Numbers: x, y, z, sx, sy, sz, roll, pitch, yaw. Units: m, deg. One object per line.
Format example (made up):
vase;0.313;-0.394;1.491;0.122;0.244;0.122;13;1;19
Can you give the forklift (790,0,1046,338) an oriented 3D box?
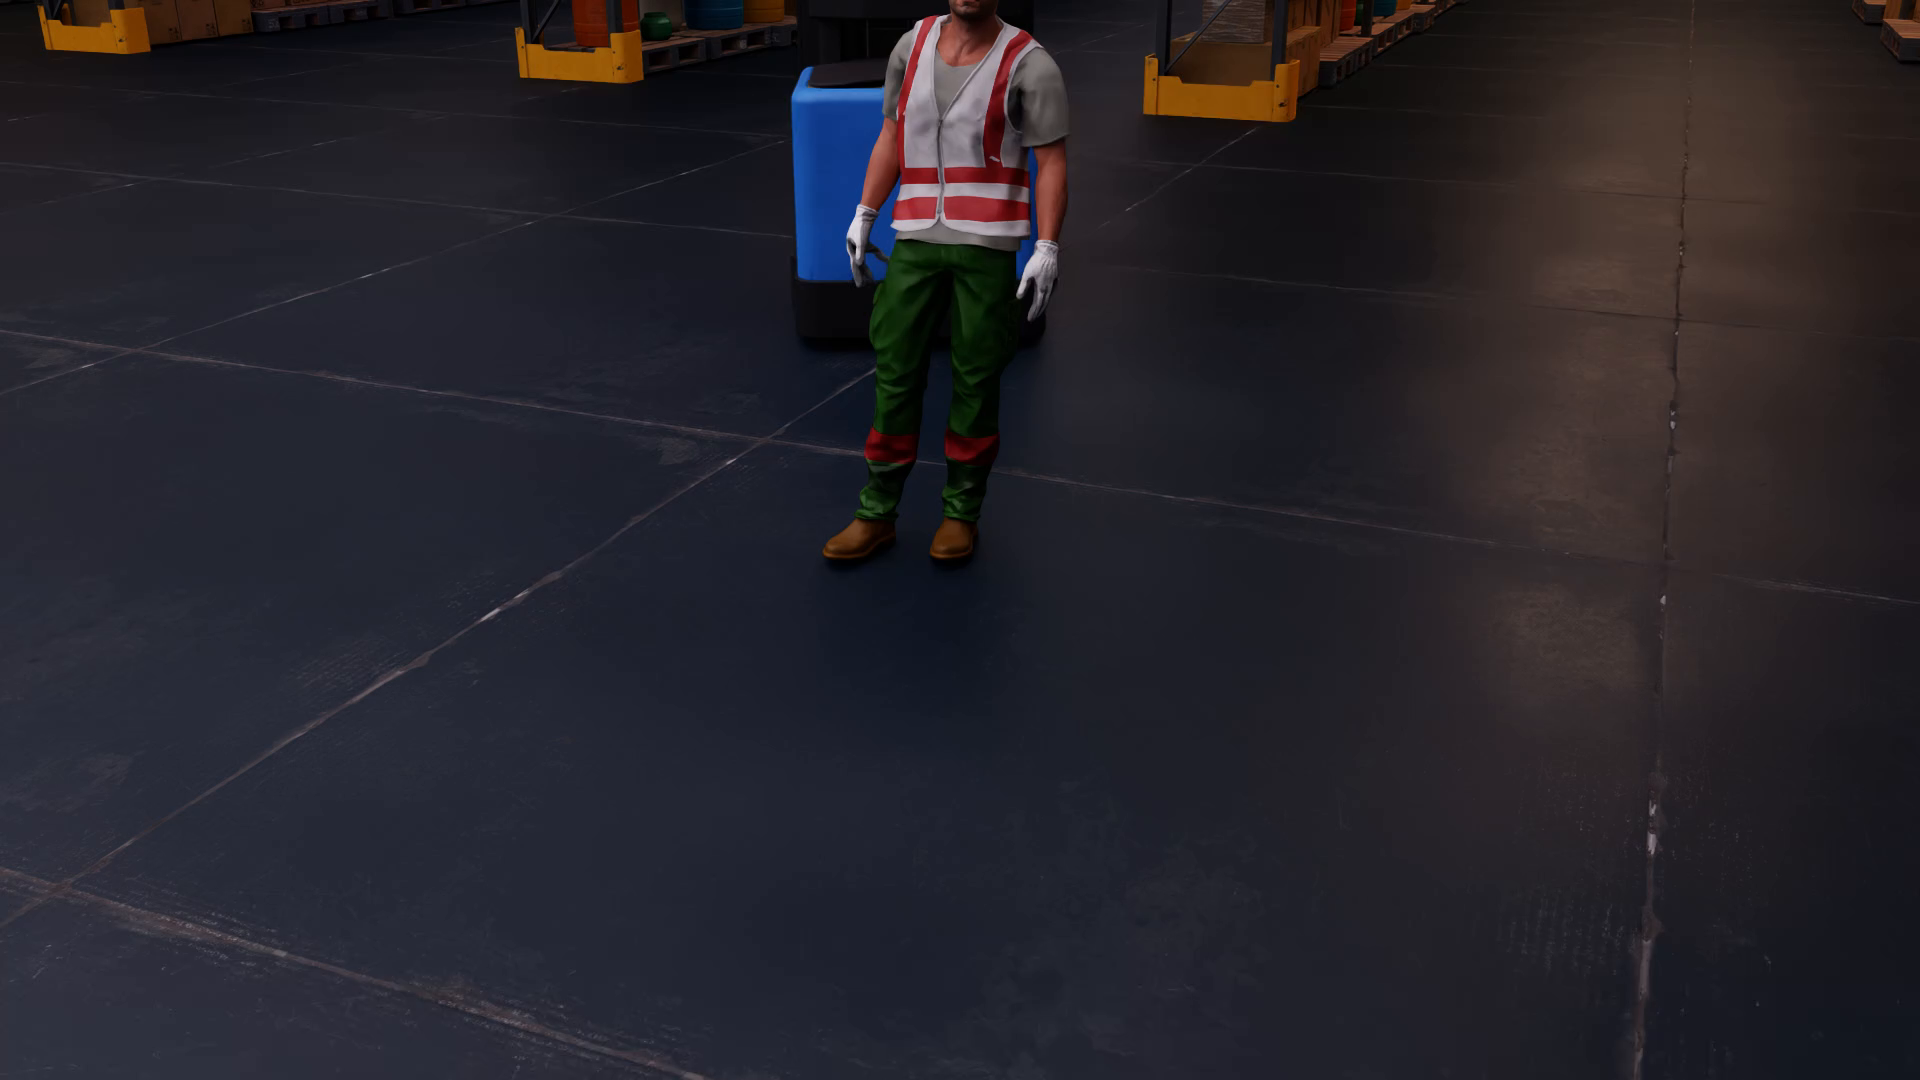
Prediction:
forklift;-0.214;-2.712;7.782;1.130;2.935;3.031;-1;23;-2

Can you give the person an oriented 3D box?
person;-0.042;-0.806;4.681;0.637;1.787;0.564;9;24;21
